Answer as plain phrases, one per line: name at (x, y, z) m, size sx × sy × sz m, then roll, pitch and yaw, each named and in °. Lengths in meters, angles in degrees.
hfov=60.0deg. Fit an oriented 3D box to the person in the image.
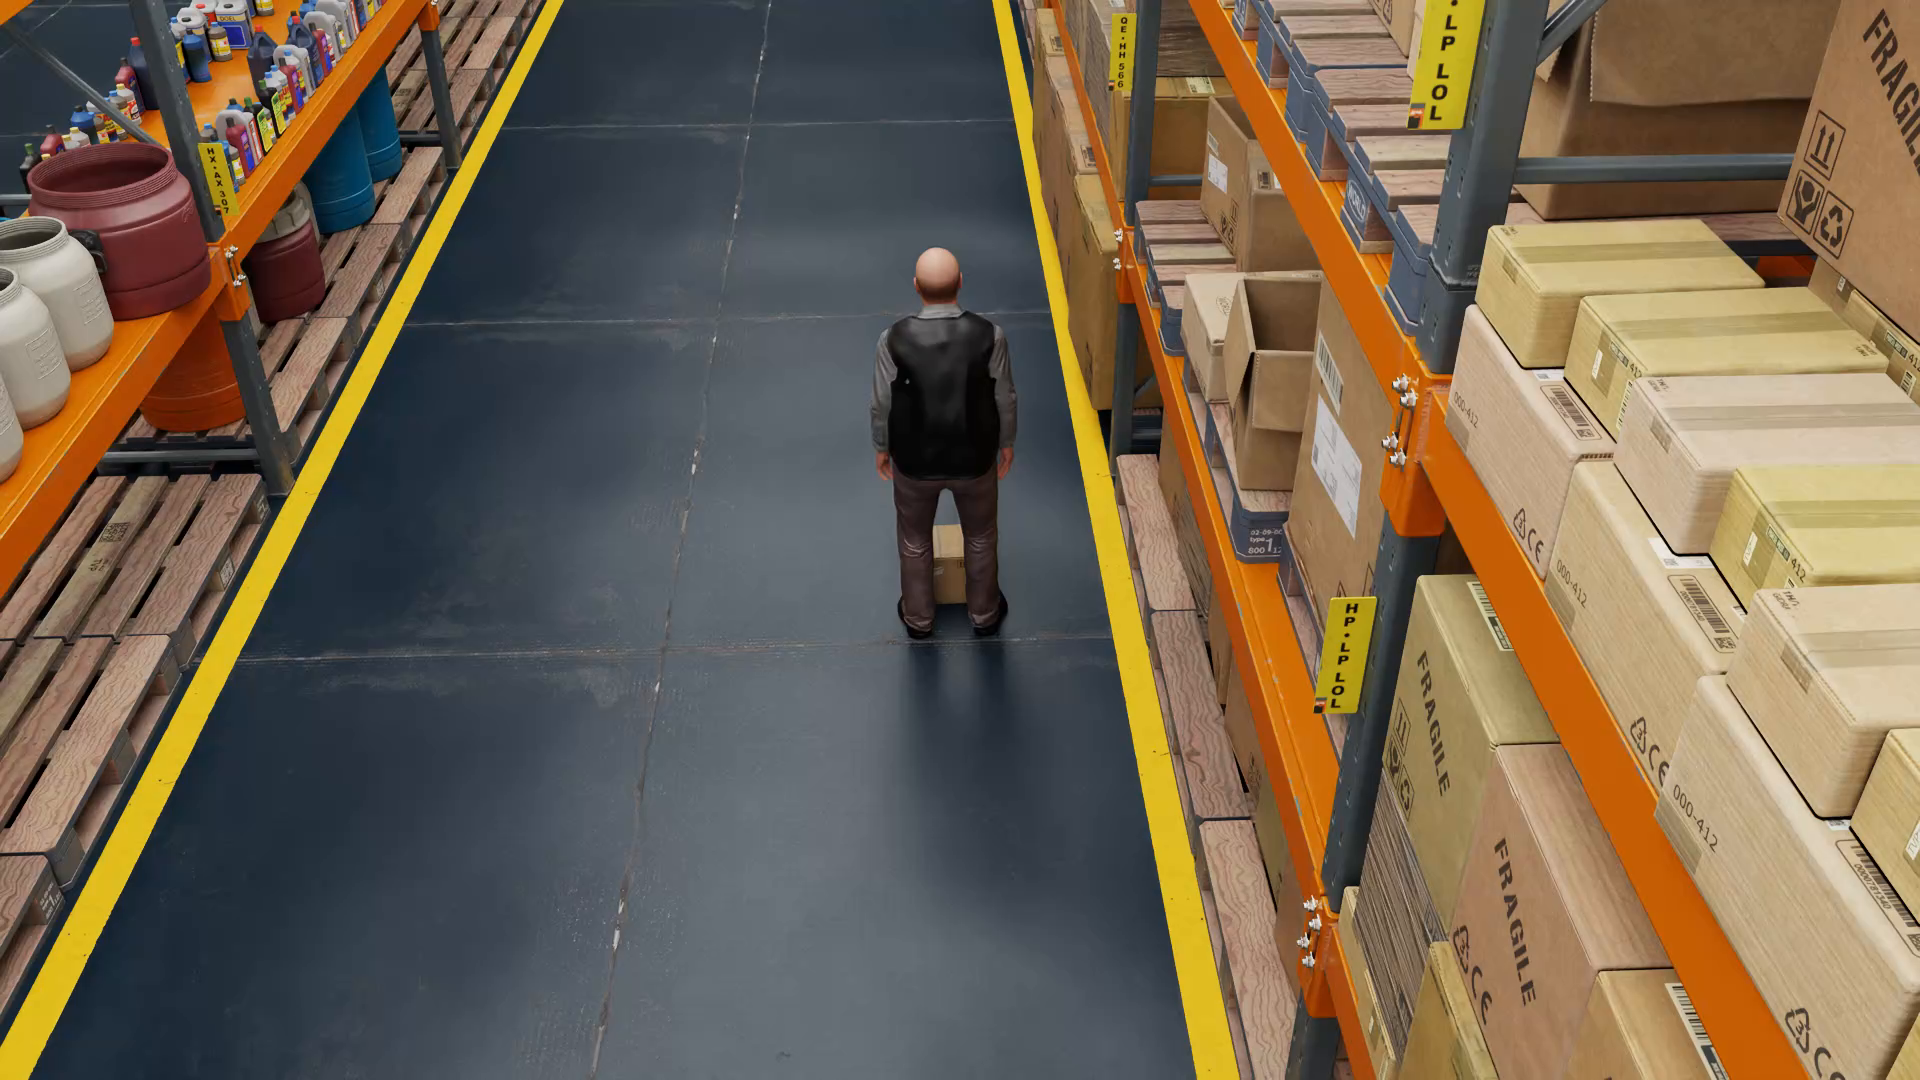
person at (-0.062, -0.332, 6.641) m, size 0.579 × 1.720 × 0.420 m, roll -2°, pitch 35°, yaw -3°
